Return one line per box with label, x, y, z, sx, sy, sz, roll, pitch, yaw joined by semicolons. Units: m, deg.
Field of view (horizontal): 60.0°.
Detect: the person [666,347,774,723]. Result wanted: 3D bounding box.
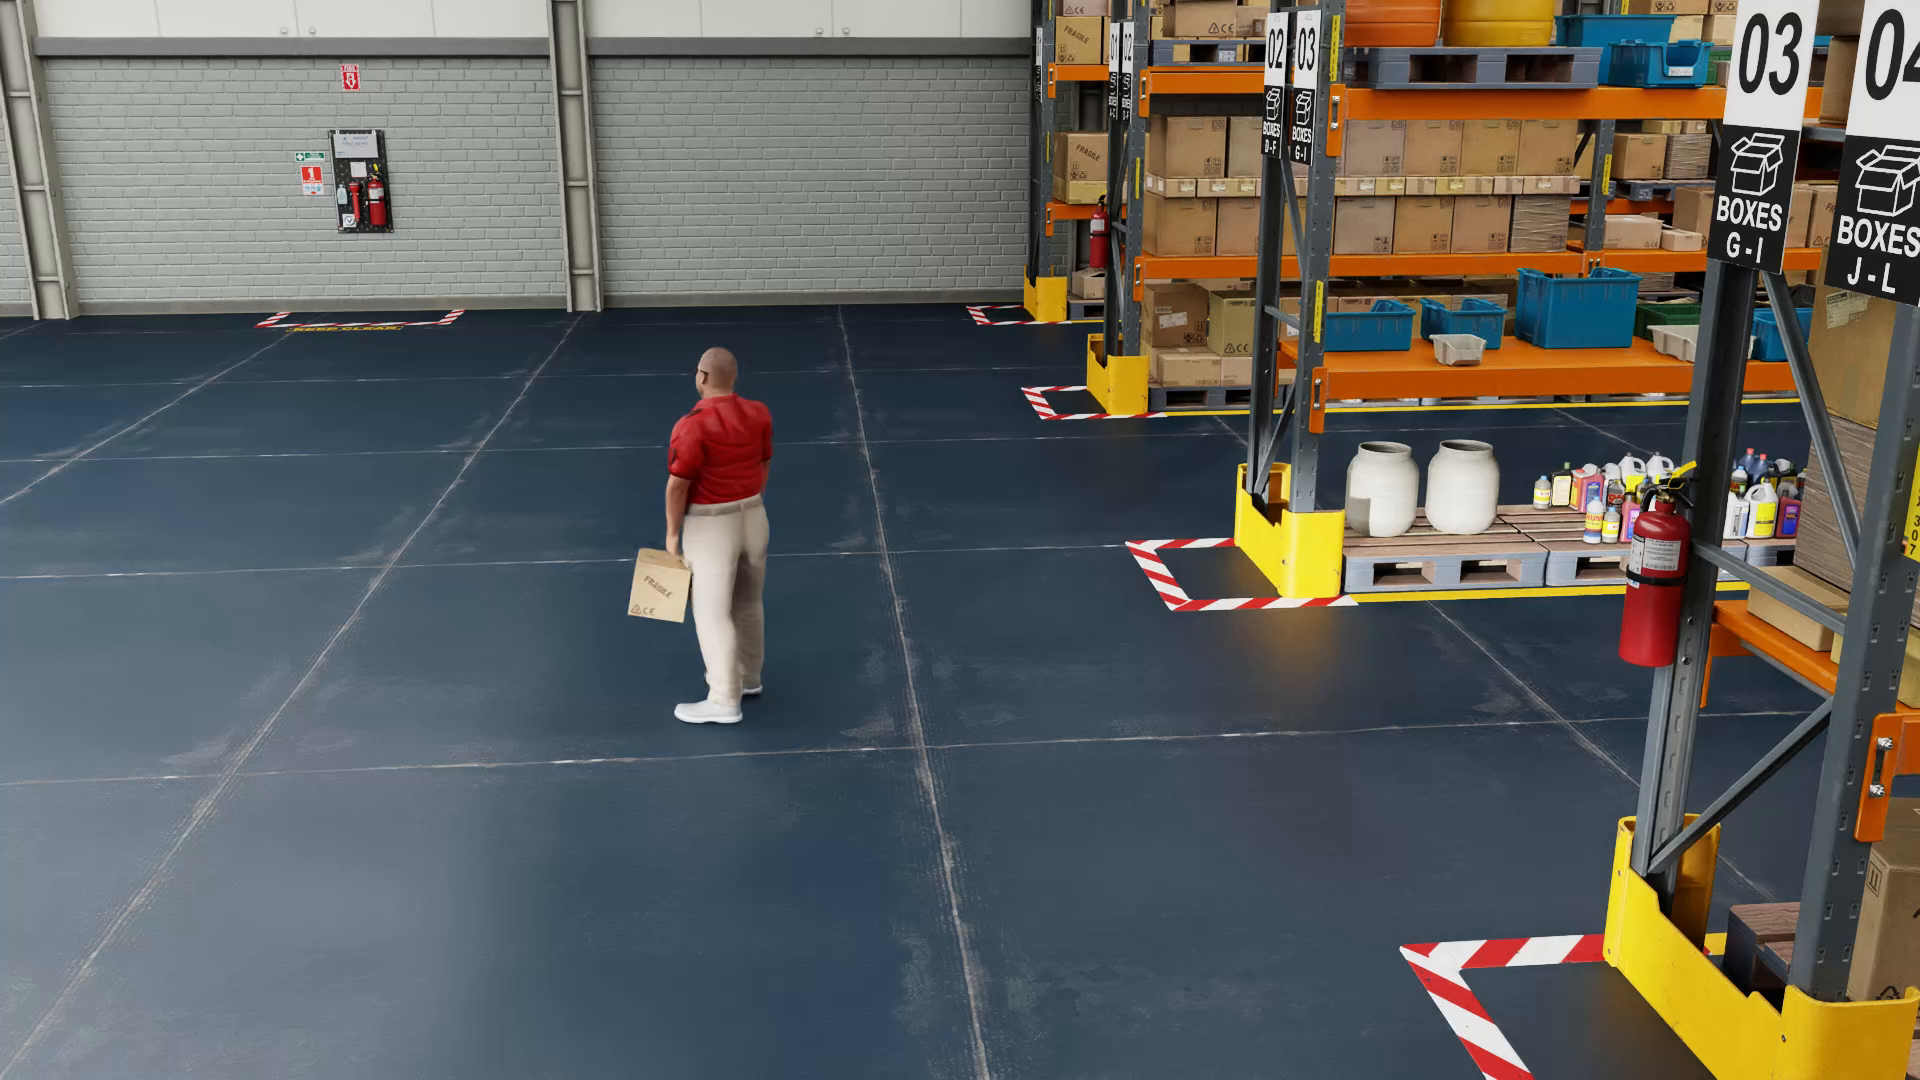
person;-1.151;-0.046;7.671;0.523;1.730;0.576;15;22;41
